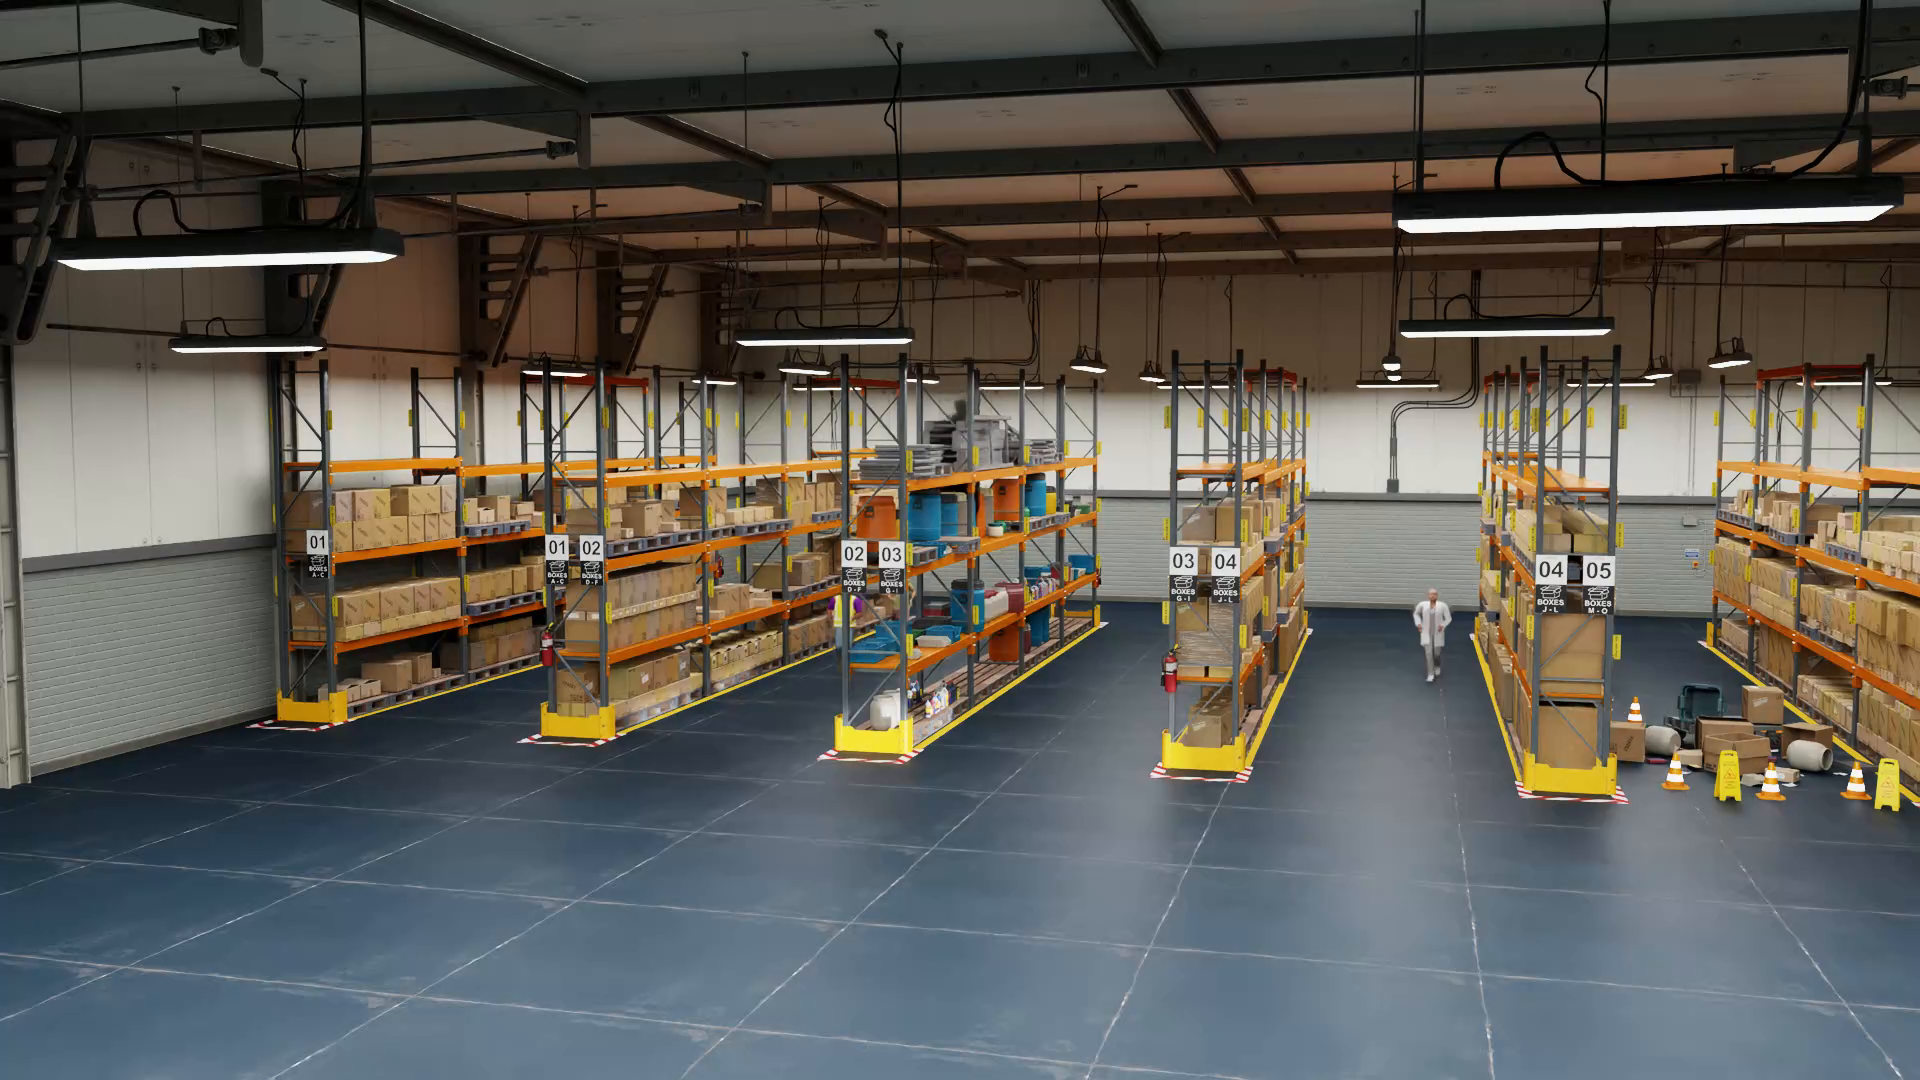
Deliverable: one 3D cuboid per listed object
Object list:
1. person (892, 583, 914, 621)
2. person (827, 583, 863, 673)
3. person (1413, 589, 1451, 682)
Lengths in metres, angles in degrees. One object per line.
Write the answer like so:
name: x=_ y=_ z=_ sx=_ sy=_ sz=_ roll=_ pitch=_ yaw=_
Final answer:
person: x=-1.234 y=1.575 z=34.804 sx=0.537 sy=1.395 sz=0.892 roll=0 pitch=4 yaw=2
person: x=-2.148 y=1.626 z=30.836 sx=0.690 sy=1.745 sz=0.597 roll=0 pitch=4 yaw=2
person: x=9.113 y=1.818 z=32.125 sx=0.720 sy=1.762 sz=0.794 roll=1 pitch=4 yaw=18
